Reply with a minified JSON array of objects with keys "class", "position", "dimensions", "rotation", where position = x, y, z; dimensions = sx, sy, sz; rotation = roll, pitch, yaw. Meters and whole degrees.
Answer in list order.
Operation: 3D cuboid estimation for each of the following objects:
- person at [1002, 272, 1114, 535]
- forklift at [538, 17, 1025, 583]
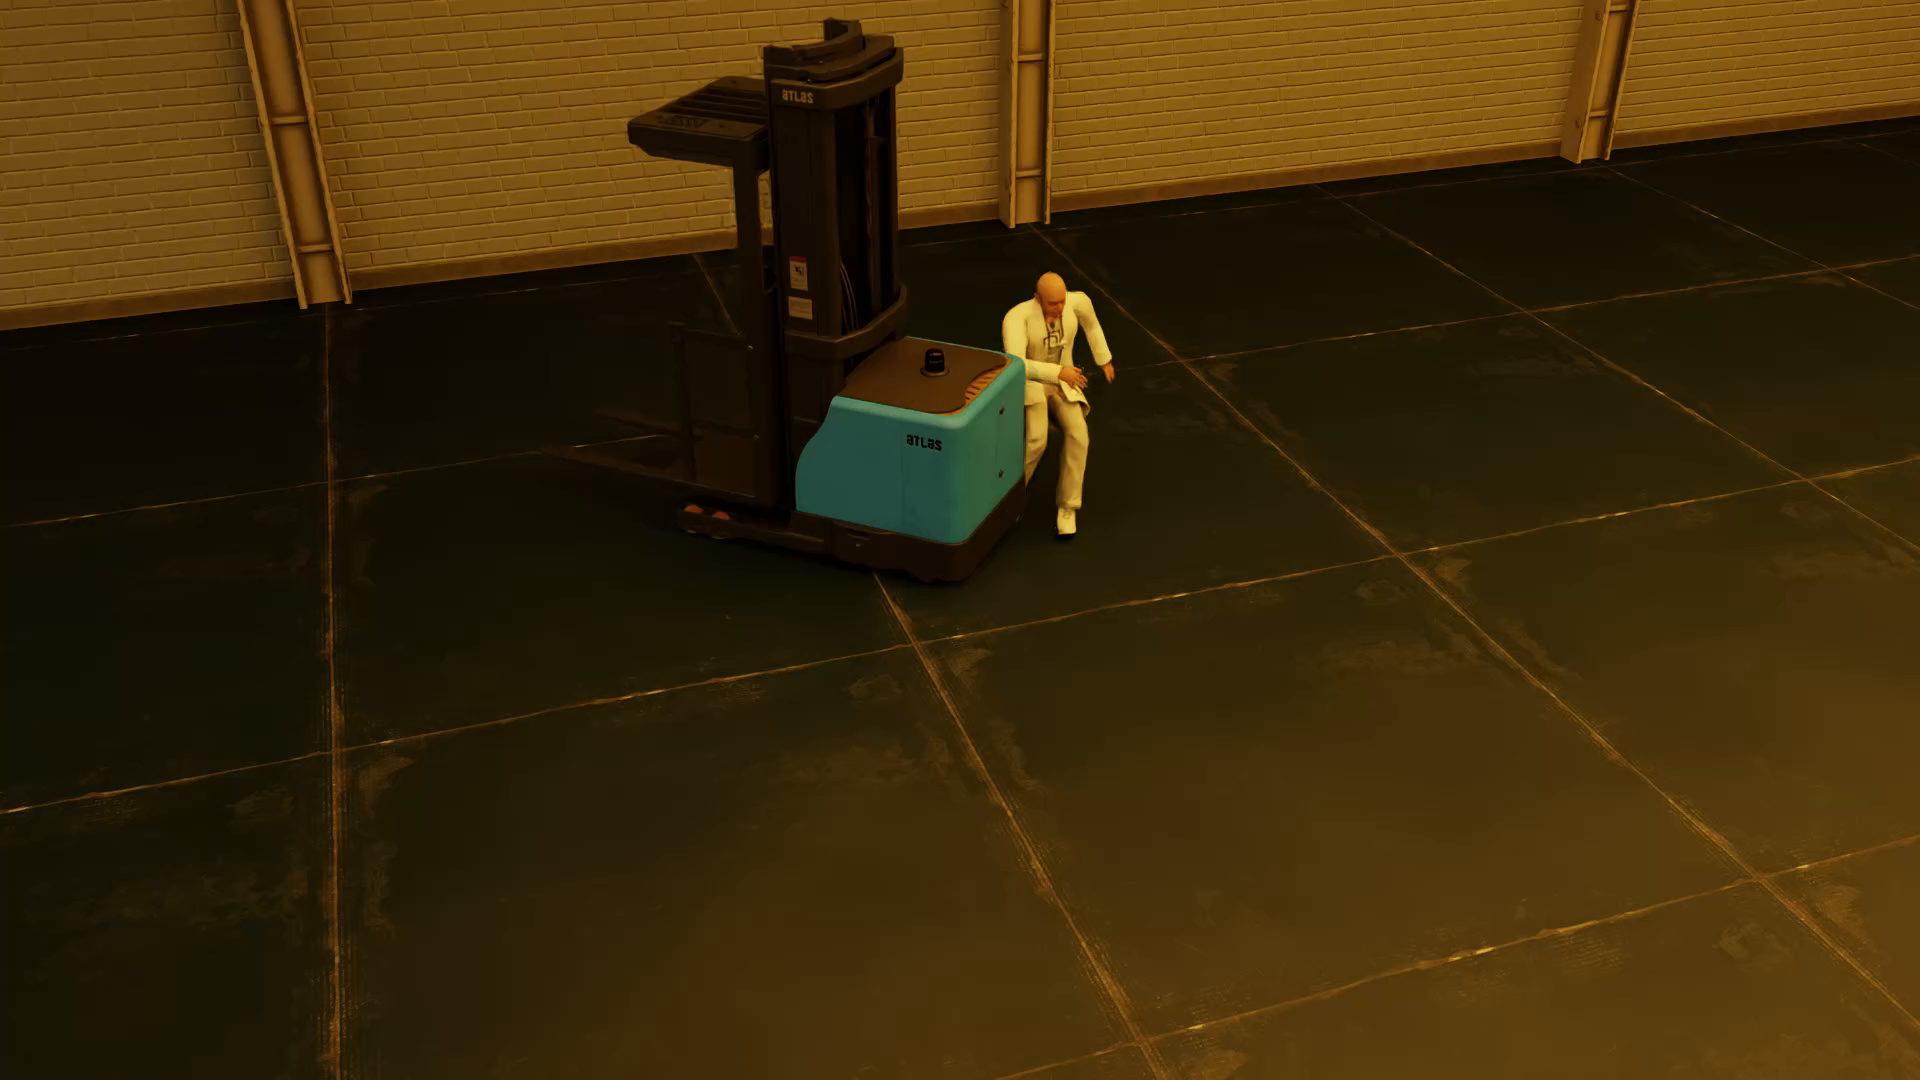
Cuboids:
[{"class":"person","position":[0.662,-0.859,10.111],"dimensions":[0.950,1.539,0.962],"rotation":[-11,32,-19]},{"class":"forklift","position":[-1.166,-1.499,9.692],"dimensions":[3.031,2.935,1.130],"rotation":[12,32,20]}]
